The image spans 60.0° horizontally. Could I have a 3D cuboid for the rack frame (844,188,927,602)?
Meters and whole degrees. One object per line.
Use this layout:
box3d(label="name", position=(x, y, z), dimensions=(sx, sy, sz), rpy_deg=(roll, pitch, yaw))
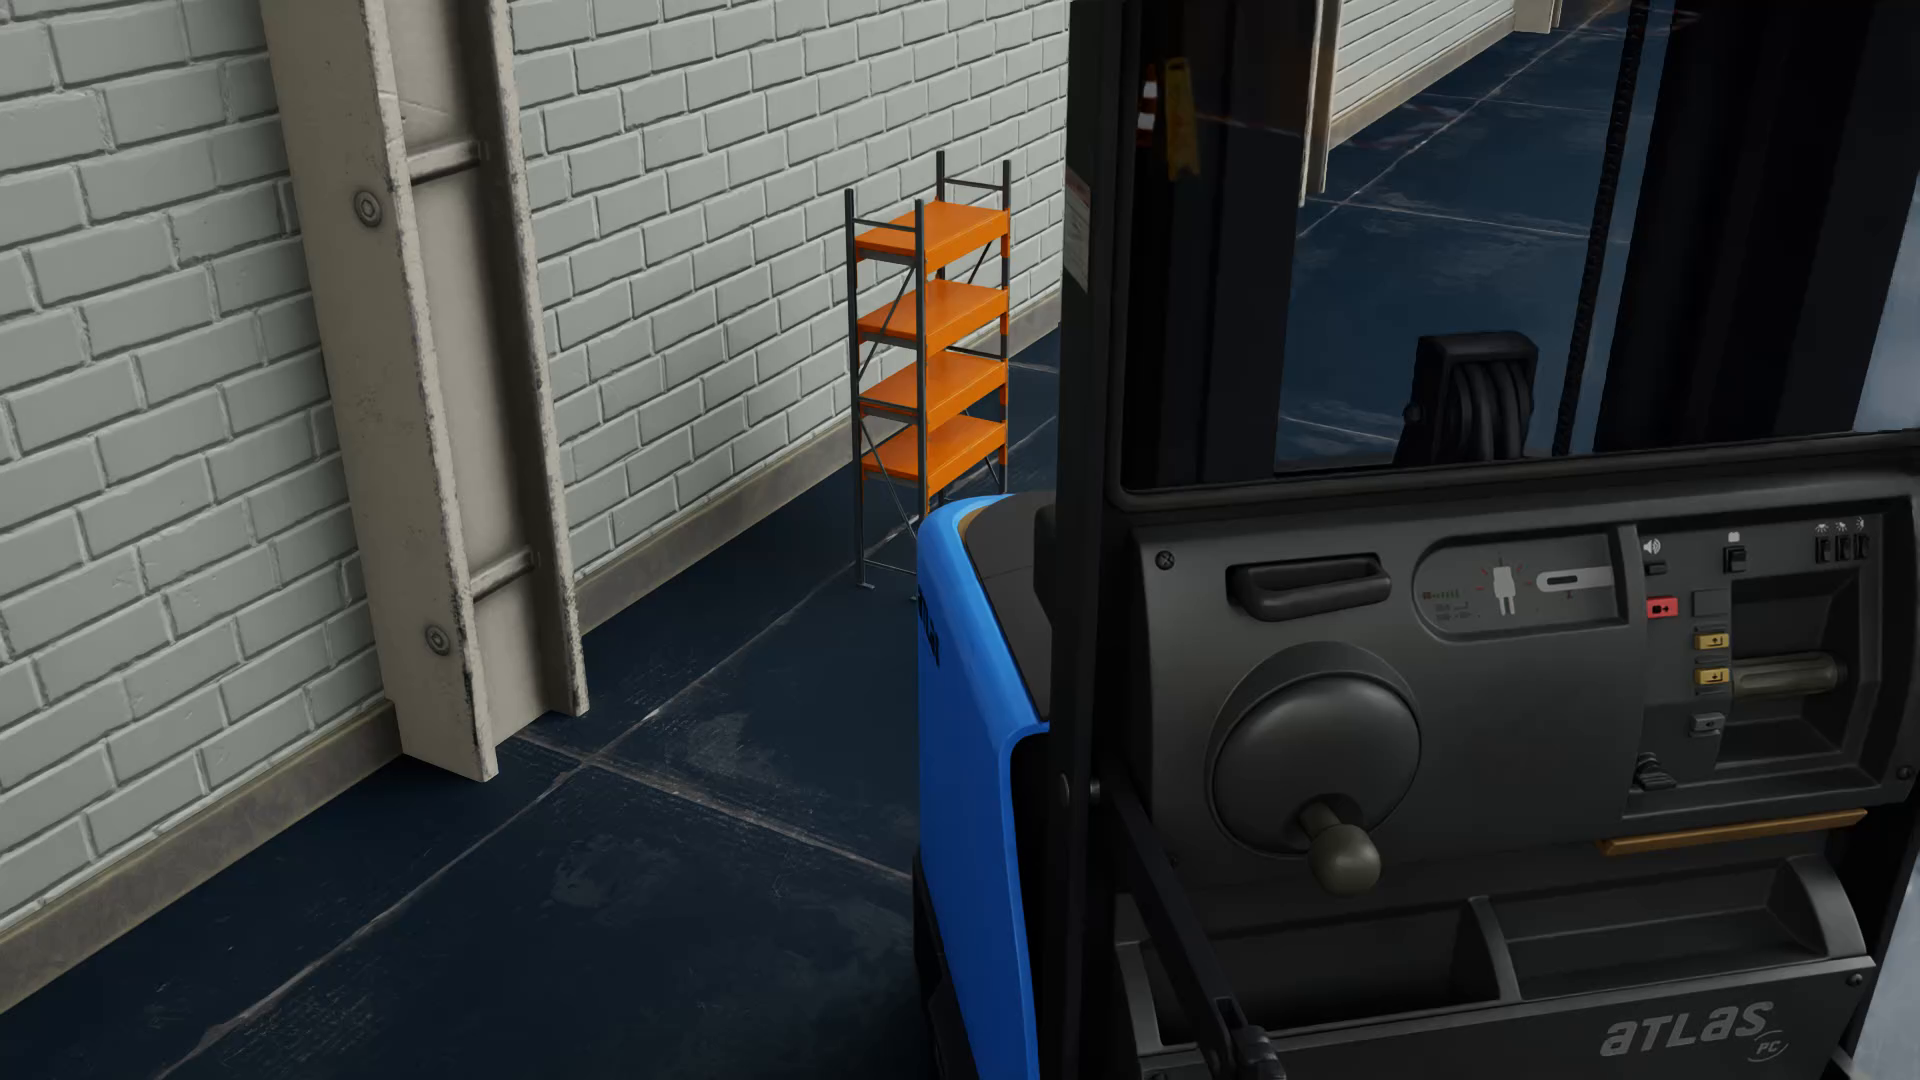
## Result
box3d(label="rack frame", position=(-0.201, -0.377, 4.663), dimensions=(0.240, 1.200, 0.015), rpy_deg=(14, 30, 26))

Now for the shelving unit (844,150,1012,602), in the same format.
box3d(label="shelving unit", position=(-0.081, -0.472, 4.853), dimensions=(0.258, 1.200, 0.503), rpy_deg=(14, 30, 26))

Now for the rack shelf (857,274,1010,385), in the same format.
box3d(label="rack shelf", position=(-0.081, -0.612, 4.783), dimensions=(0.258, 0.148, 0.480), rpy_deg=(14, 30, 26))

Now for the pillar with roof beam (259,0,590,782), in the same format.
box3d(label="pillar with roof beam", position=(2.548, -2.593, 0.377), dimensions=(9.100, 9.000, 0.400), rpy_deg=(14, 30, 26))

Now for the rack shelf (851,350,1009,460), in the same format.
box3d(label="rack shelf", position=(-0.081, -0.412, 4.883), dimensions=(0.258, 0.148, 0.480), rpy_deg=(14, 30, 26))

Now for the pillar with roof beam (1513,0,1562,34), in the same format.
box3d(label="pillar with roof beam", position=(8.451, -7.270, 9.719), dimensions=(9.100, 9.000, 0.400), rpy_deg=(14, 30, 26))

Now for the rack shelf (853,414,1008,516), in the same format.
box3d(label="rack shelf", position=(-0.081, -0.234, 4.972), dimensions=(0.258, 0.148, 0.480), rpy_deg=(14, 30, 26))

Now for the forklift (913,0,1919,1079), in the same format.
box3d(label="forklift", position=(0.688, 0.182, 1.612), dimensions=(1.130, 2.935, 3.031), rpy_deg=(-5, 27, -10))

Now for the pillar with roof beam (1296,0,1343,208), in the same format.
box3d(label="pillar with roof beam", position=(5.499, -4.931, 5.048), dimensions=(9.100, 9.000, 0.400), rpy_deg=(14, 30, 26))

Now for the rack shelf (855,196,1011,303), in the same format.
box3d(label="rack shelf", position=(-0.081, -0.823, 4.677), dimensions=(0.258, 0.148, 0.480), rpy_deg=(14, 30, 26))

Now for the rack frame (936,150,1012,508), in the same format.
box3d(label="rack frame", position=(0.039, -0.567, 5.043), dimensions=(0.240, 1.200, 0.015), rpy_deg=(14, 30, 26))
